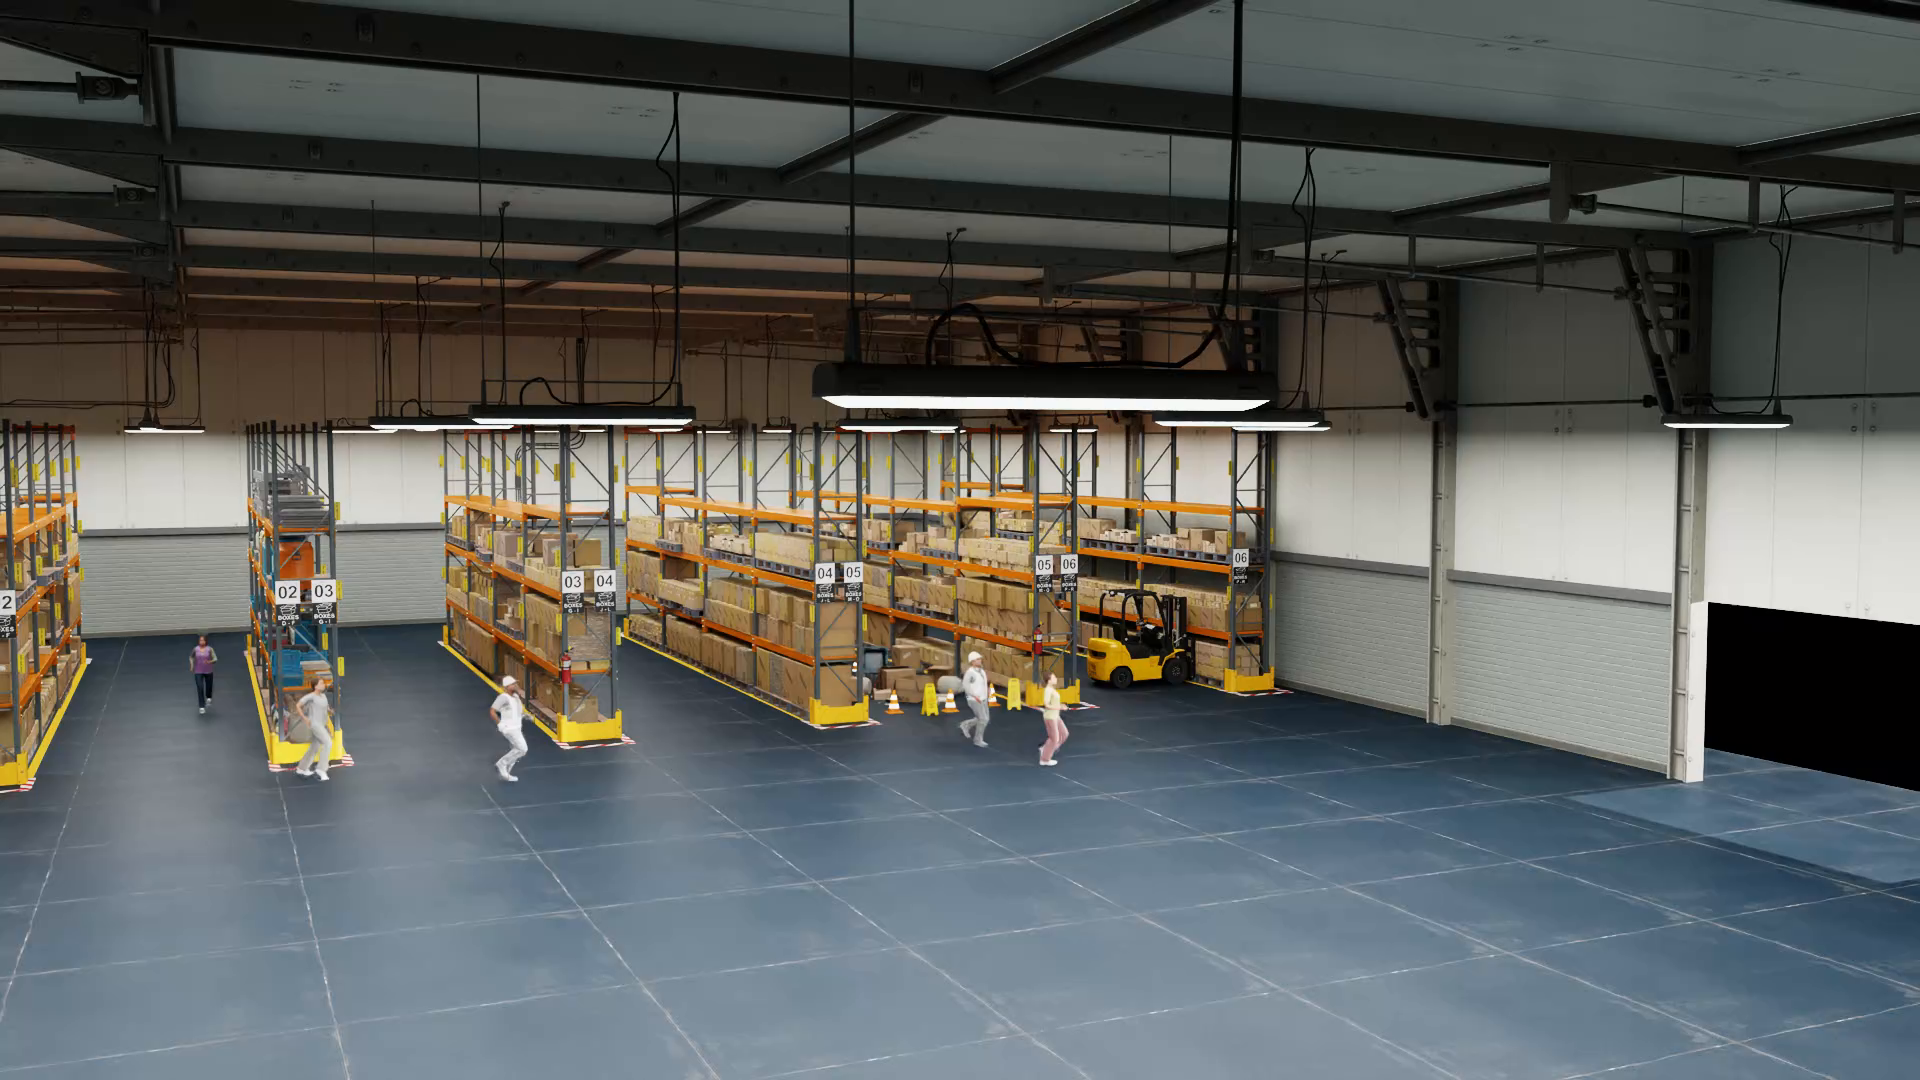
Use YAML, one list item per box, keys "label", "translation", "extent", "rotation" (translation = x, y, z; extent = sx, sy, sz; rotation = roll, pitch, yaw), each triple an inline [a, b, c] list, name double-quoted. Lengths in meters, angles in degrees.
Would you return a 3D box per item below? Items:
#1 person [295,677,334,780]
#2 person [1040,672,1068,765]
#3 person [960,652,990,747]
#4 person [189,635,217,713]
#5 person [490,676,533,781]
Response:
- label: "person"
  translation: [-10.800, 3.161, 27.864]
  extent: [0.673, 1.704, 0.570]
  rotation: [0, 4, 2]
- label: "person"
  translation: [1.640, 3.091, 28.854]
  extent: [0.526, 1.627, 0.570]
  rotation: [1, 4, 13]
- label: "person"
  translation: [0.265, 2.938, 30.793]
  extent: [0.601, 1.748, 0.660]
  rotation: [2, 4, 27]
- label: "person"
  translation: [-15.692, 2.759, 34.482]
  extent: [0.543, 1.575, 0.878]
  rotation: [-2, 4, -23]
- label: "person"
  translation: [-7.388, 3.125, 27.551]
  extent: [0.597, 1.739, 0.679]
  rotation: [0, 4, 5]
